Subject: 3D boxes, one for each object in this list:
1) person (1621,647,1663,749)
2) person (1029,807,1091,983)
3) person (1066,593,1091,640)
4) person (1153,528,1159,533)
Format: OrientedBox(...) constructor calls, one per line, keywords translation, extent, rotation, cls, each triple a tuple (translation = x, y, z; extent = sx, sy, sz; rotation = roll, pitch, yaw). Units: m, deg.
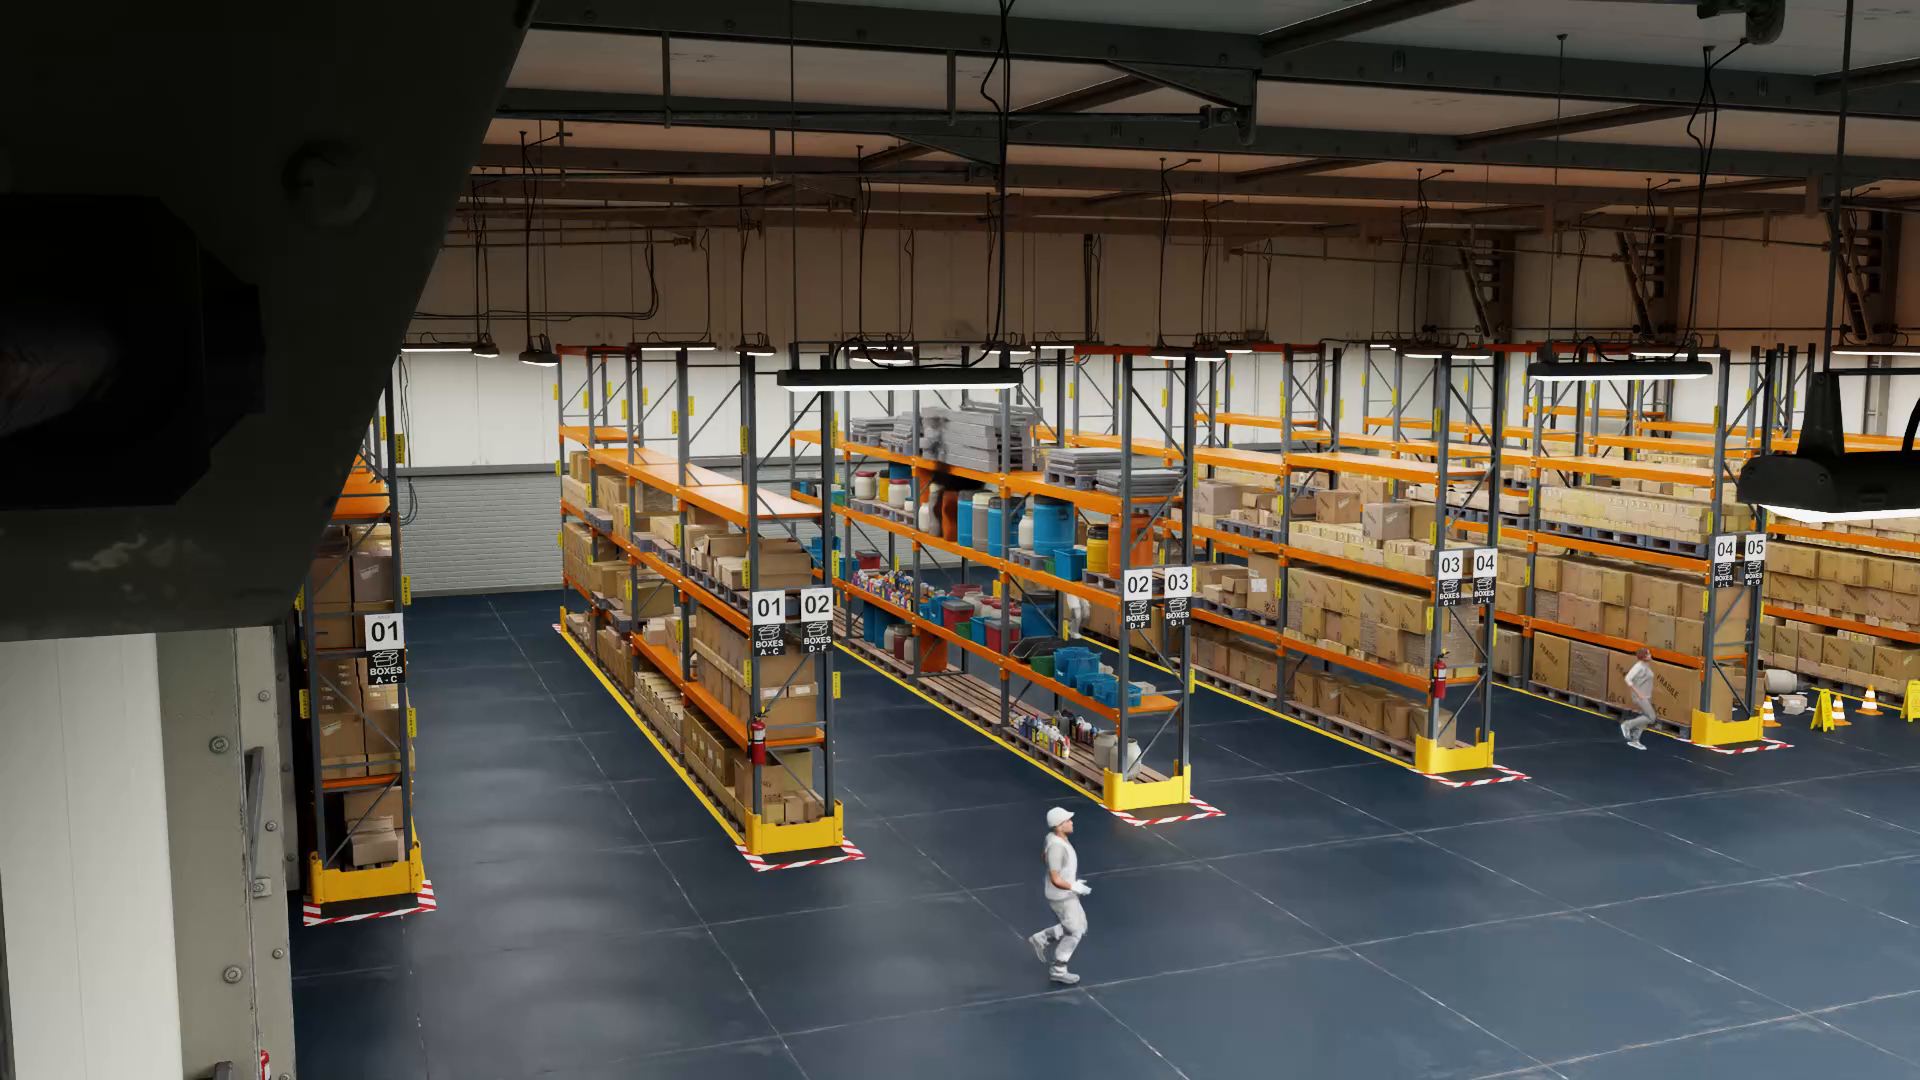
OrientedBox(translation=(10.307, 2.388, 25.111), extent=(0.540, 1.566, 0.539), rotation=(6, 9, 38), cls="person")
OrientedBox(translation=(0.966, 3.437, 16.111), extent=(0.600, 1.741, 0.657), rotation=(0, 7, 3), cls="person")
OrientedBox(translation=(2.285, 1.121, 32.487), extent=(0.705, 1.752, 0.628), rotation=(-4, 8, -26), cls="person")
OrientedBox(translation=(4.531, 0.320, 40.536), extent=(0.716, 1.779, 0.676), rotation=(2, 7, 14), cls="person")
